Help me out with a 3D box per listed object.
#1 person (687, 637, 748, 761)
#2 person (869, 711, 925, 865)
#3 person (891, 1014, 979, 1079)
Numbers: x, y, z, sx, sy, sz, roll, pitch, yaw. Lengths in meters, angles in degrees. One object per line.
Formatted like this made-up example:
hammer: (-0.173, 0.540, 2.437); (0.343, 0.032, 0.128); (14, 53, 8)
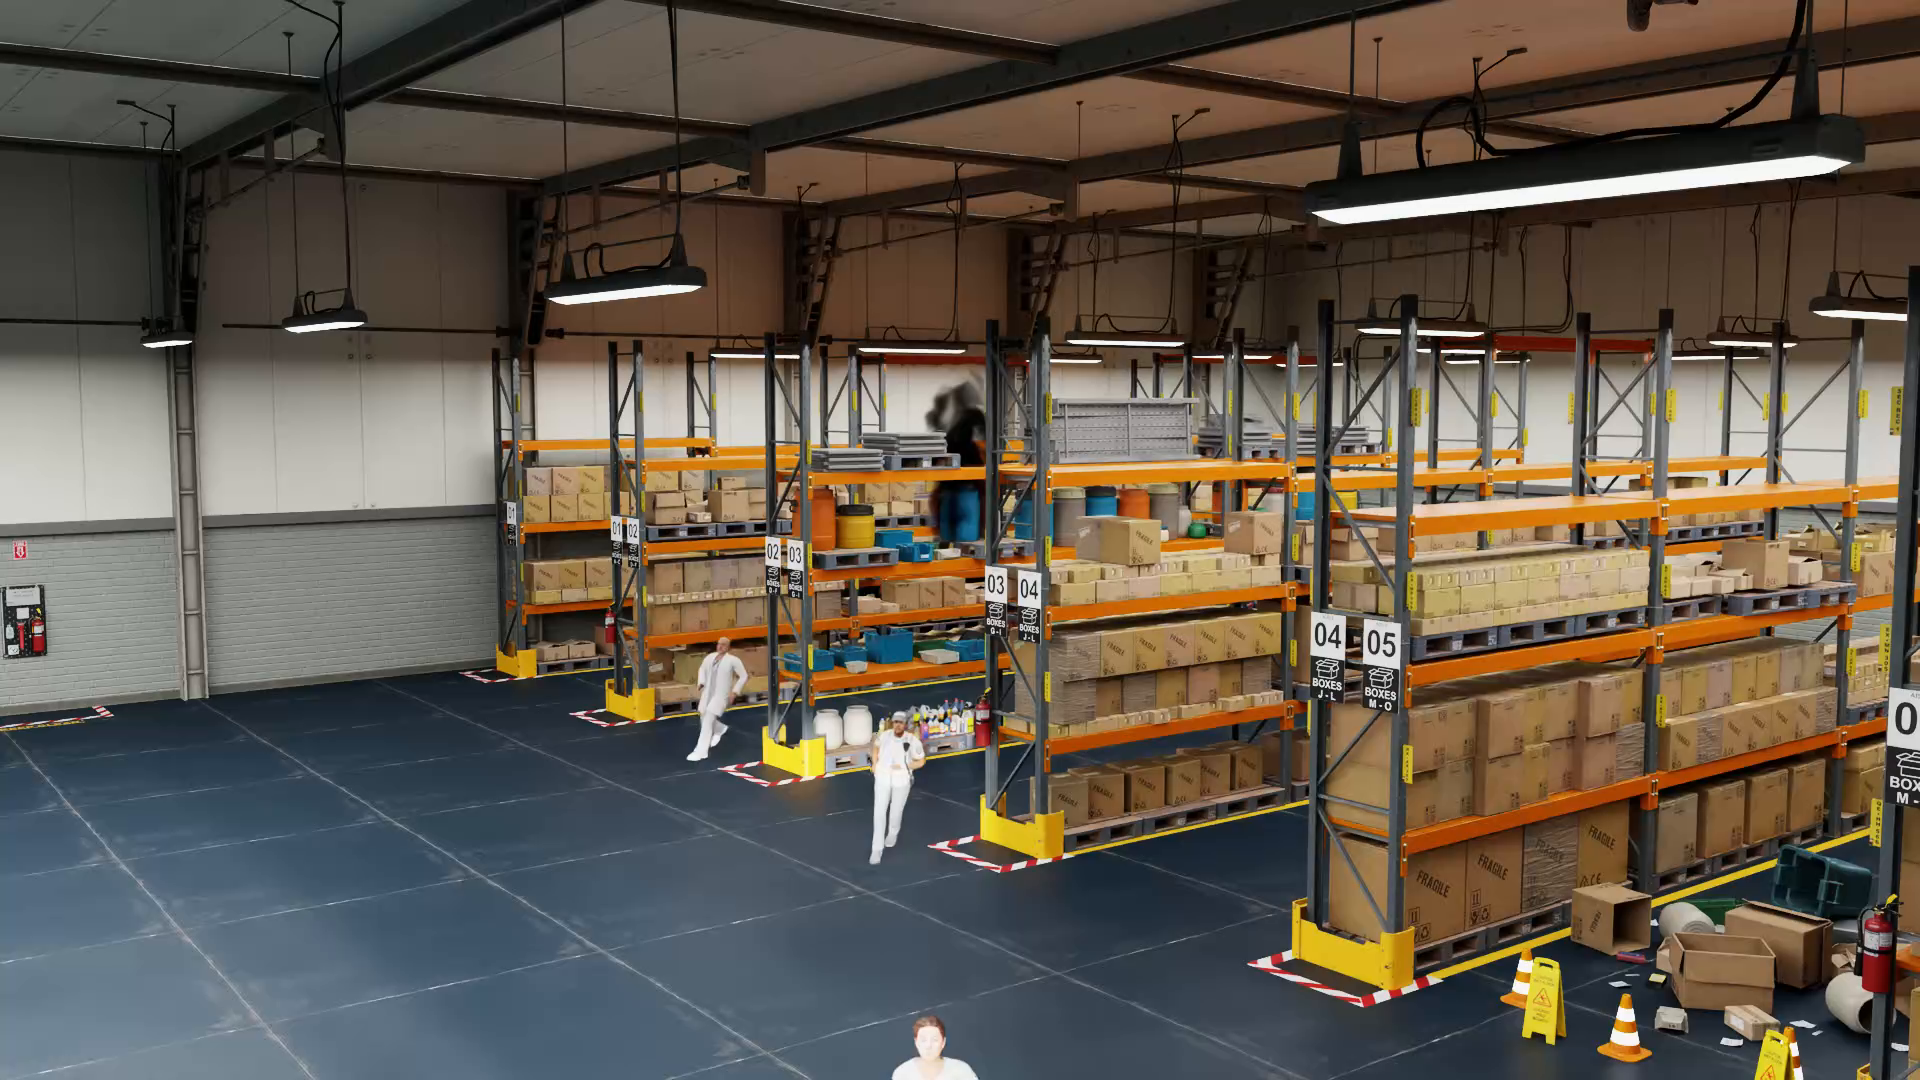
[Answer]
person: (-3.421, 2.231, 23.589); (0.765, 1.723, 0.916); (2, 6, 26)
person: (-0.695, 2.731, 18.587); (0.624, 1.680, 0.838); (1, 5, 8)
person: (-0.153, 3.517, 9.371); (0.547, 1.660, 0.621); (0, 5, 4)
